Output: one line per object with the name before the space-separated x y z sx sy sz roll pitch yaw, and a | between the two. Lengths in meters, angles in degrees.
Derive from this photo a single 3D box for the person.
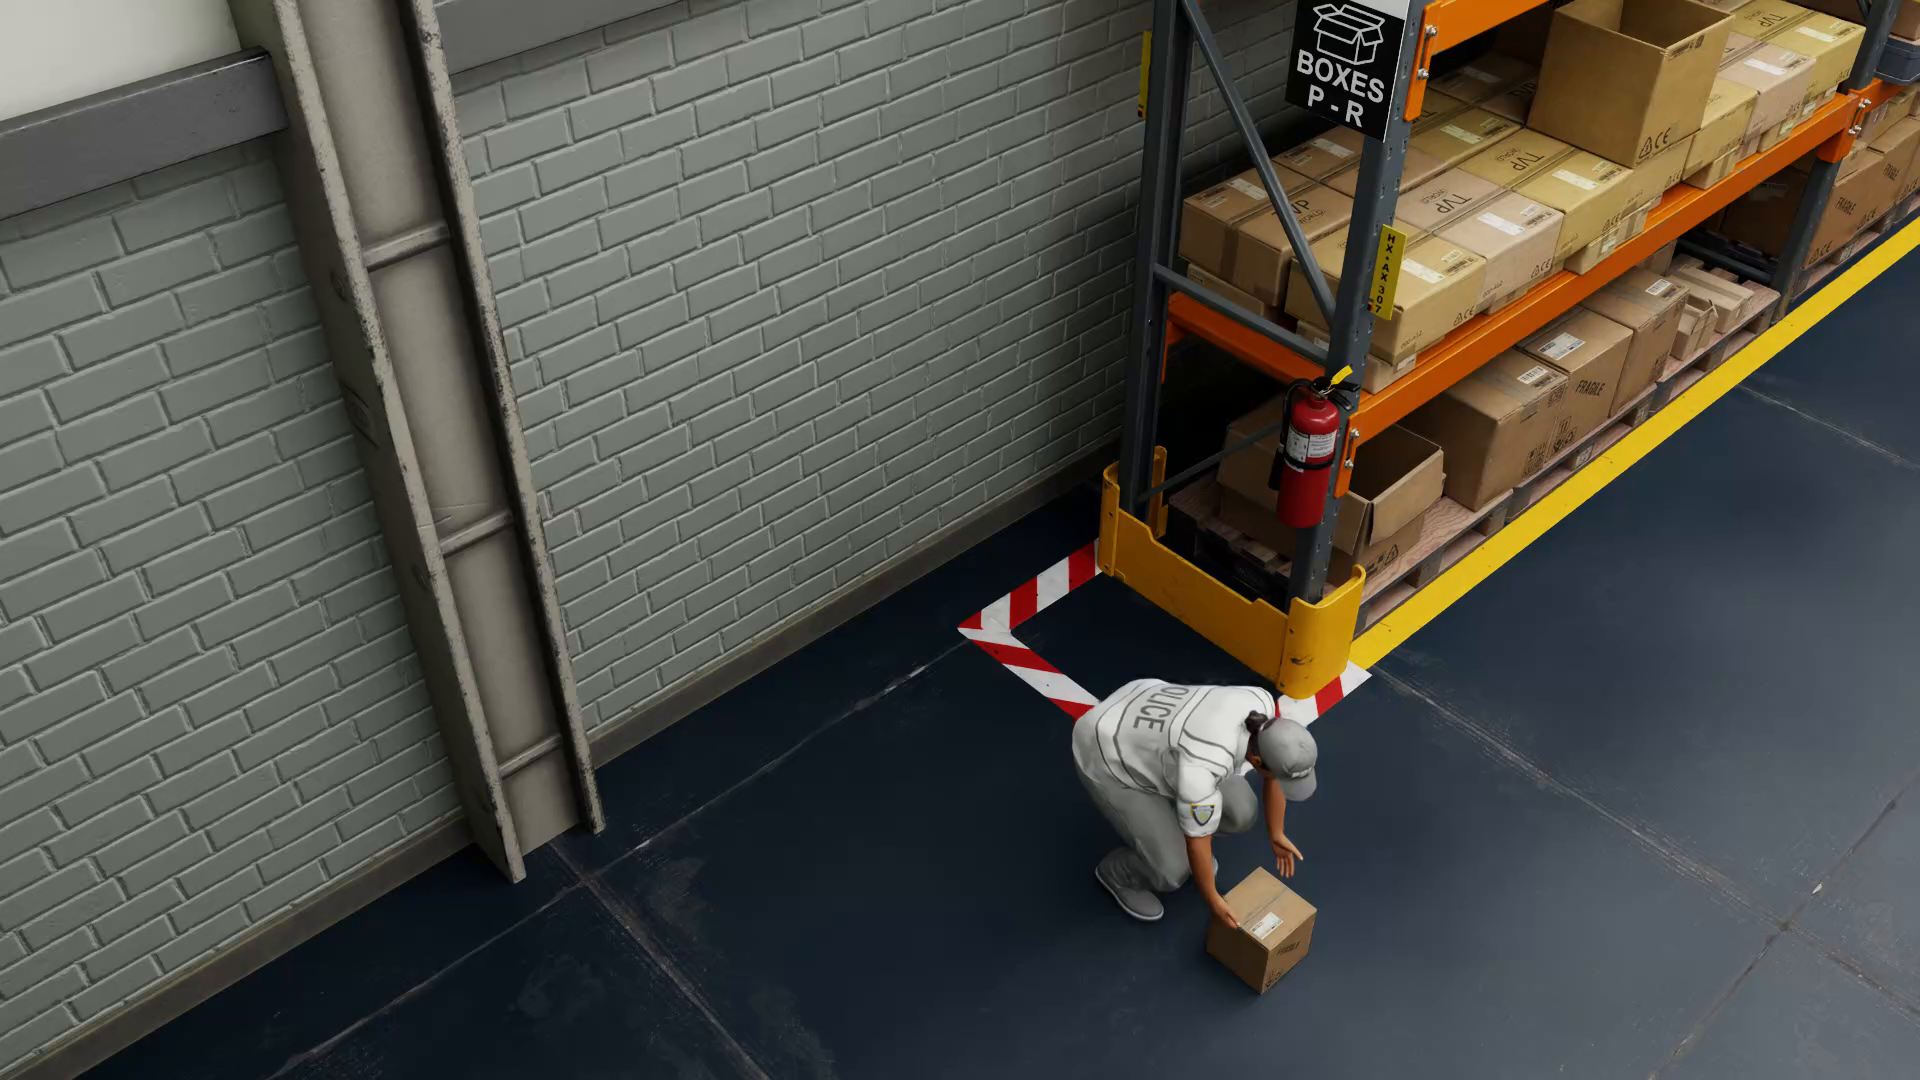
person | 0.786 0.844 5.641 0.532 1.041 0.841 -31 49 -31
